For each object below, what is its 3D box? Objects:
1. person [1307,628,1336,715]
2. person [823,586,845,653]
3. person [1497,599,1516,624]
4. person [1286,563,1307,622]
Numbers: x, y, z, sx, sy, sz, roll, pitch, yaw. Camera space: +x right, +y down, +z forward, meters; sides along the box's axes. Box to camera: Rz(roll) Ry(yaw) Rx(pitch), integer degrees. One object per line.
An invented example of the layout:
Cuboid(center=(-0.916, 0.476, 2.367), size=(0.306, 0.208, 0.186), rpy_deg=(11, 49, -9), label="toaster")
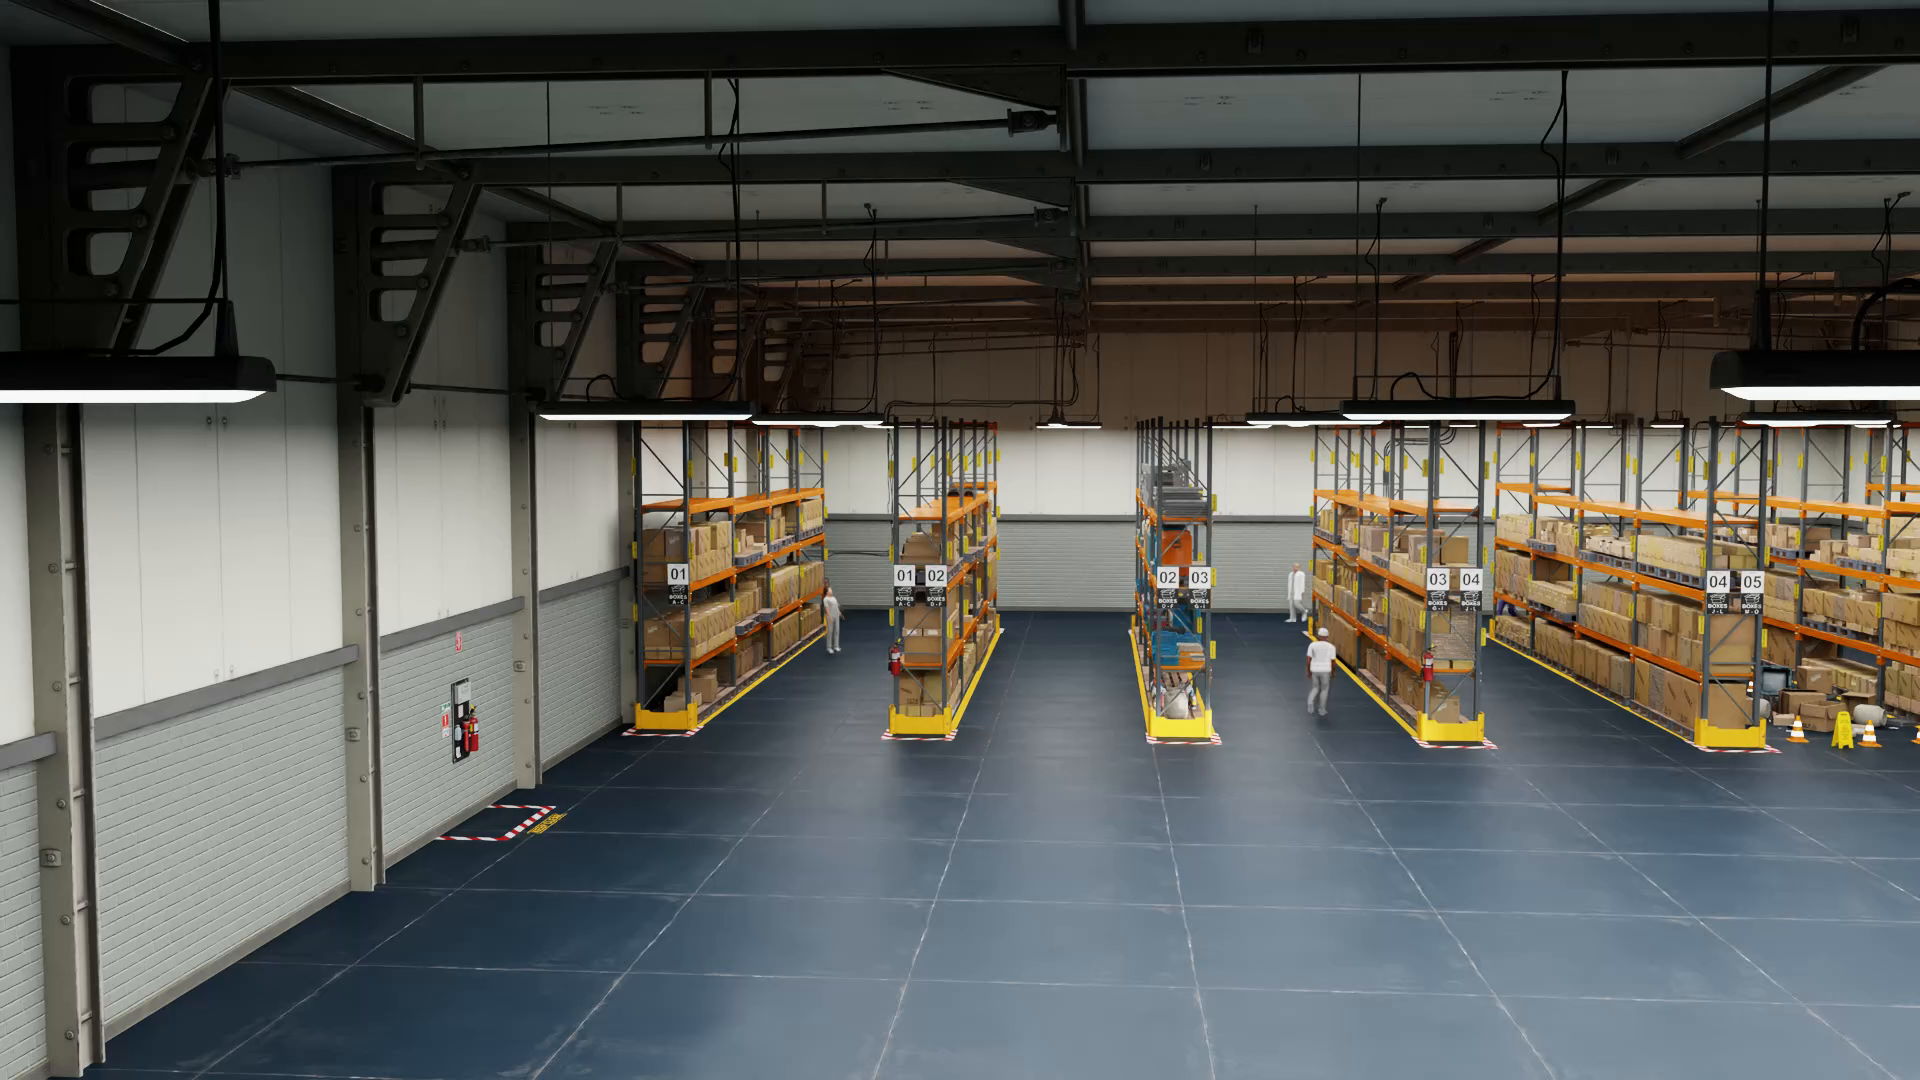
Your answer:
Cuboid(center=(7.255, 2.649, 33.401), size=(0.552, 1.759, 0.603), rpy_deg=(3, 5, 39), label="person")
Cuboid(center=(-3.236, 2.020, 42.476), size=(0.509, 1.684, 0.507), rpy_deg=(-4, 5, -44), label="person")
Cuboid(center=(16.047, 1.735, 48.819), size=(0.481, 1.603, 0.987), rpy_deg=(3, 5, 40), label="person")
Cuboid(center=(10.062, 1.596, 49.771), size=(0.644, 1.728, 0.603), rpy_deg=(-3, 5, -36), label="person")
